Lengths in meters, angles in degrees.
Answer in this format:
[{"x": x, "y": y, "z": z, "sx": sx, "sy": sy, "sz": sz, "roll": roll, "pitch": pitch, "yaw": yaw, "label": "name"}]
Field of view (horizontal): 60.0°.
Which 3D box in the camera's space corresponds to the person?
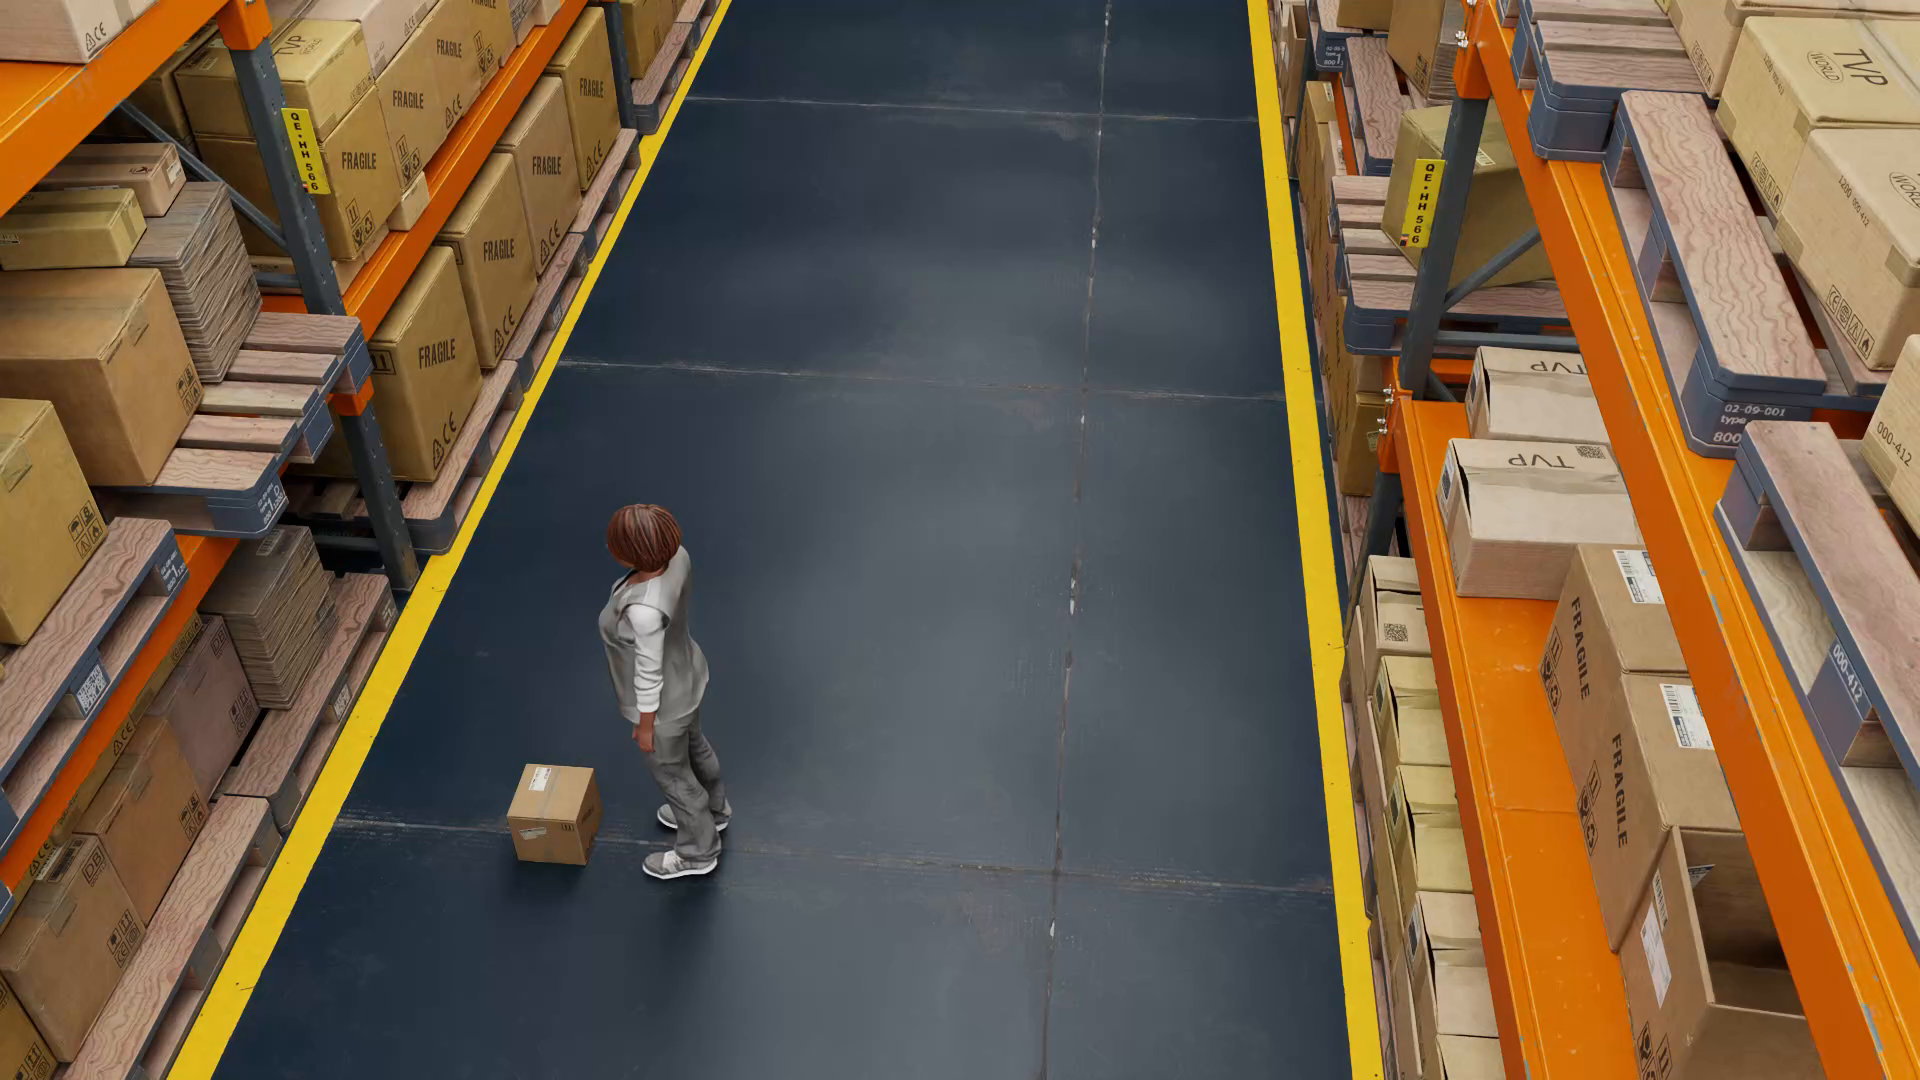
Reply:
[{"x": -0.991, "y": 0.520, "z": 5.556, "sx": 0.306, "sy": 1.599, "sz": 0.405, "roll": 4, "pitch": 41, "yaw": 4, "label": "person"}]
